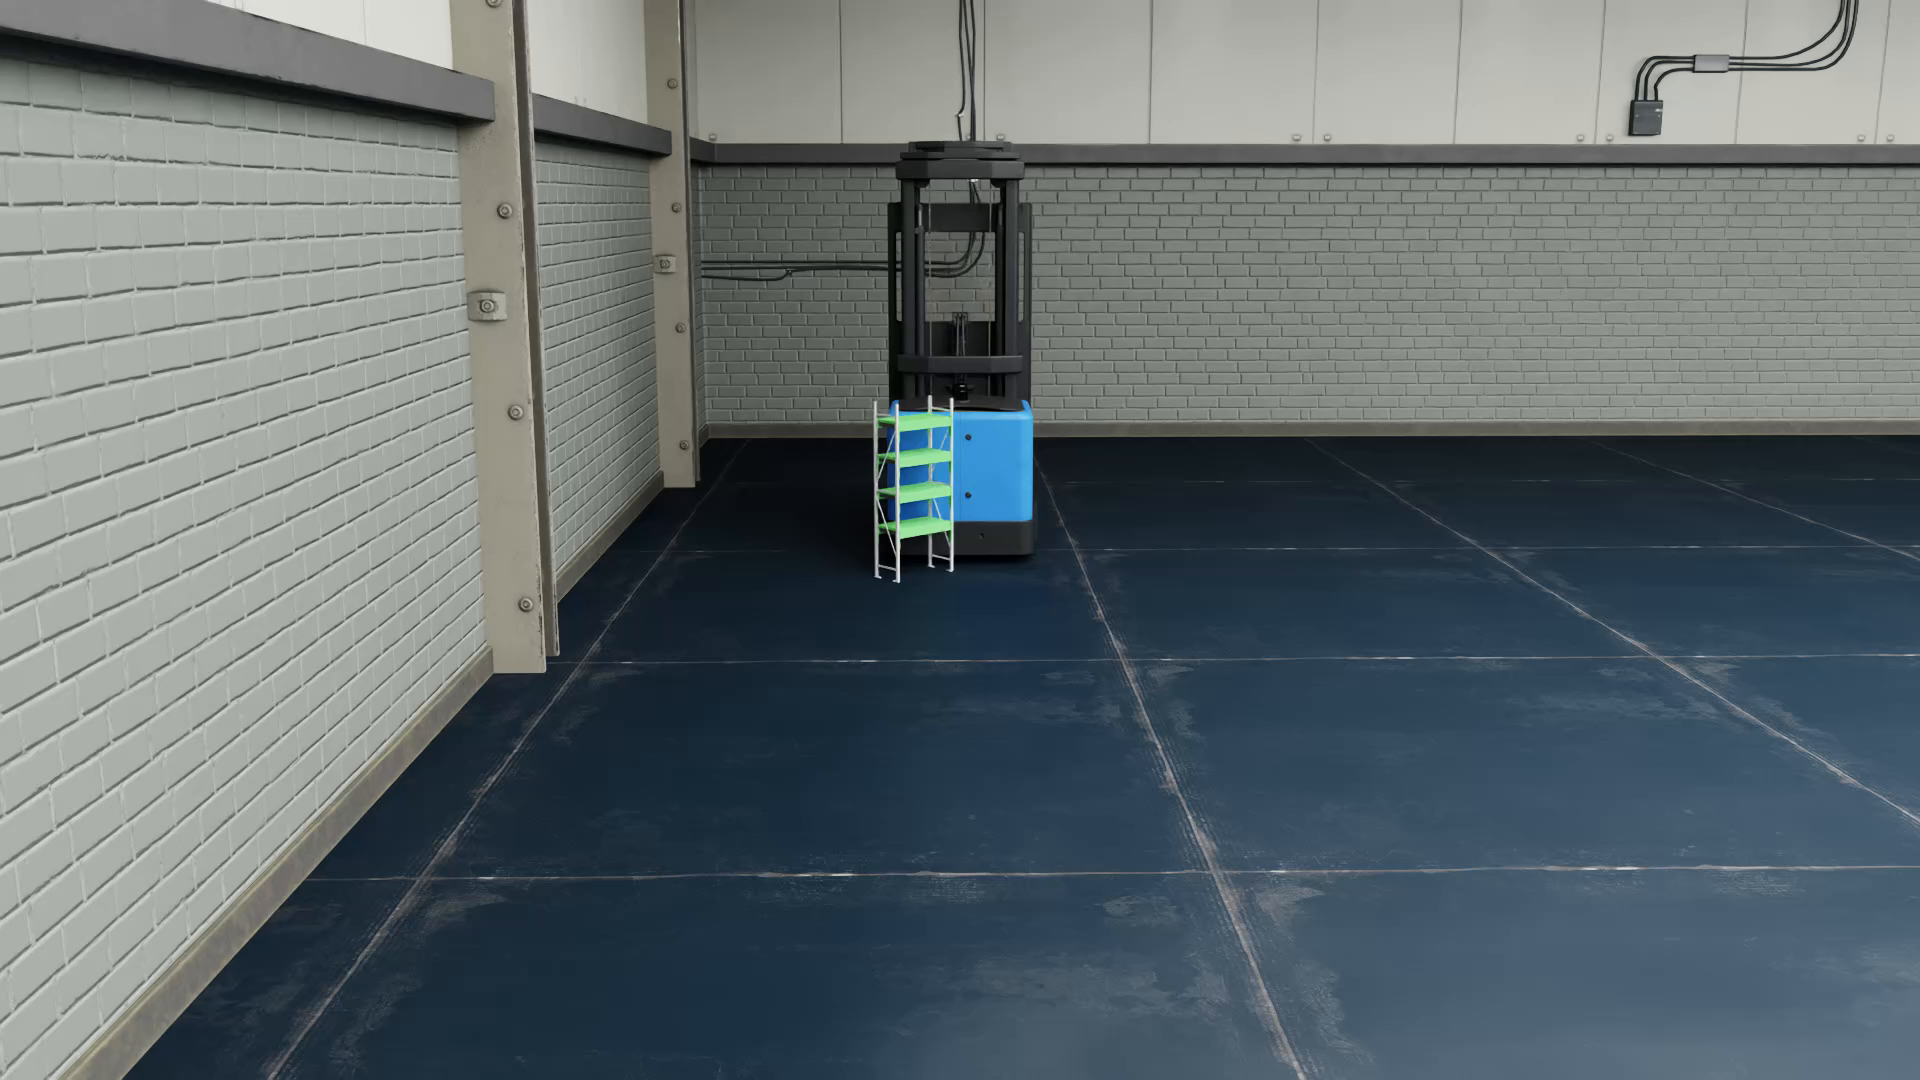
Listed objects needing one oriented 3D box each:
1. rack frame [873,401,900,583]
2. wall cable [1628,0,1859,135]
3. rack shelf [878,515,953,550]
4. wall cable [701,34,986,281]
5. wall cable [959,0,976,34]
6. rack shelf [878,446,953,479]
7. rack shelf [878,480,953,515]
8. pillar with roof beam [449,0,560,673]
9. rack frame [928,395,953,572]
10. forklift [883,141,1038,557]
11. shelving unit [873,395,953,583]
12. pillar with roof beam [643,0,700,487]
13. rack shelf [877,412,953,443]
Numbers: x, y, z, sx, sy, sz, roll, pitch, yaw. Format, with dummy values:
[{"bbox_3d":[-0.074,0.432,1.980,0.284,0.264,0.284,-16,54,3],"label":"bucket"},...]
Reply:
[{"bbox_3d":[-0.491,-0.321,11.118,0.015,1.200,0.240,-10,15,-42],"label":"rack frame"},{"bbox_3d":[8.217,-7.215,16.938,2.305,6.003,0.169,0,11,-1],"label":"wall cable"},{"bbox_3d":[-0.312,-0.055,11.341,0.480,0.148,0.258,-10,15,-42],"label":"rack shelf"},{"bbox_3d":[-1.275,-3.991,17.408,3.097,2.526,0.112,0,11,-1],"label":"wall cable"},{"bbox_3d":[1.430,-6.477,16.960,3.097,2.526,0.112,0,11,-1],"label":"wall cable"},{"bbox_3d":[-0.312,-0.526,11.246,0.480,0.148,0.258,-10,15,-42],"label":"rack shelf"},{"bbox_3d":[-0.312,-0.291,11.293,0.480,0.148,0.258,-10,15,-42],"label":"rack shelf"},{"bbox_3d":[1.892,-3.747,8.394,9.100,9.000,0.400,0,11,-1],"label":"pillar with roof beam"},{"bbox_3d":[-0.133,-0.386,11.443,0.015,1.200,0.240,-10,15,-42],"label":"rack frame"},{"bbox_3d":[0.000,-1.561,12.881,1.130,2.935,3.031,0,11,0],"label":"forklift"},{"bbox_3d":[-0.312,-0.353,11.281,0.503,1.200,0.258,-10,15,-42],"label":"shelving unit"},{"bbox_3d":[1.768,-4.939,14.273,9.100,9.000,0.400,0,11,-1],"label":"pillar with roof beam"},{"bbox_3d":[-0.312,-0.761,11.198,0.480,0.148,0.258,-10,15,-42],"label":"rack shelf"}]
